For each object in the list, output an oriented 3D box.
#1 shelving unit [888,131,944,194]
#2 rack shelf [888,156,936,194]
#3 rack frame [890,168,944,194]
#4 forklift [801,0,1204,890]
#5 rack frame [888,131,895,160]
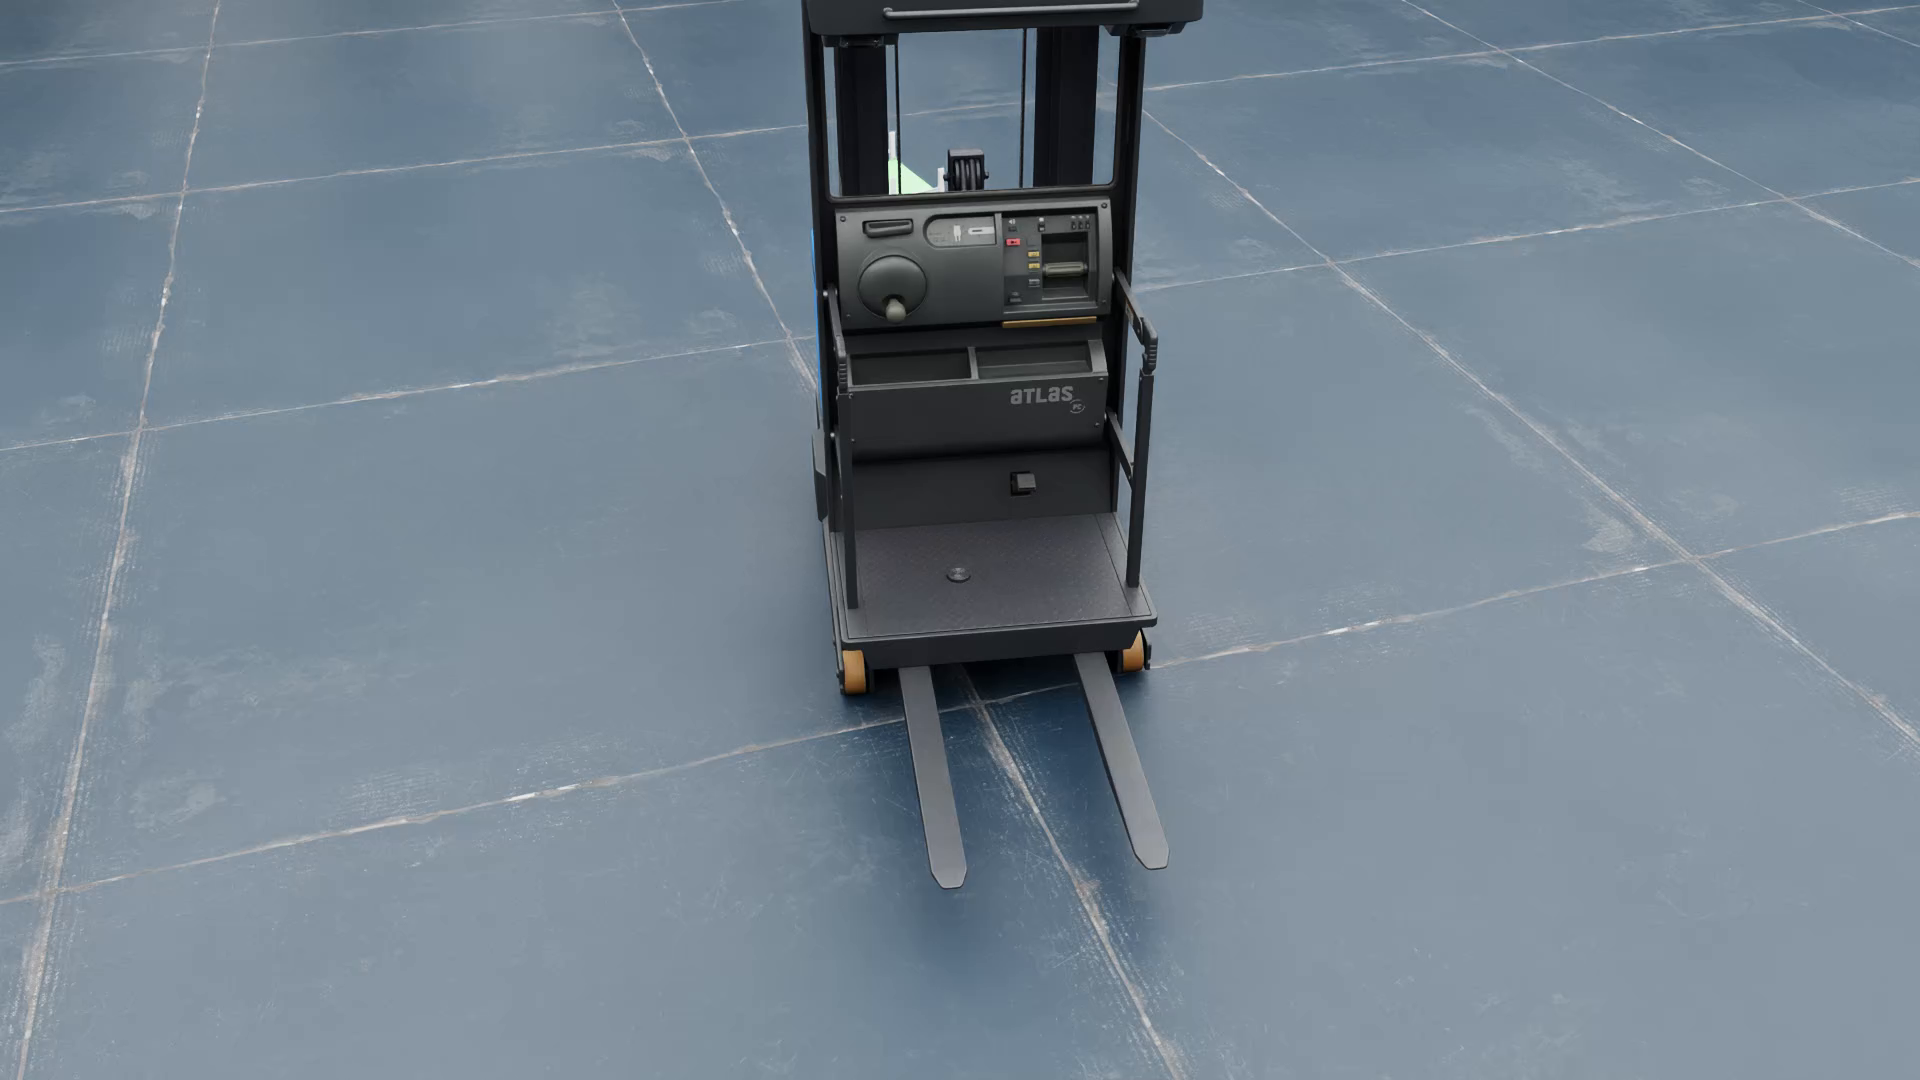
[{"bbox_3d":[-0.287,-1.136,7.380,0.258,1.200,0.503,-15,36,-22],"label":"shelving unit"},{"bbox_3d":[-0.287,-1.483,7.151,0.258,0.148,0.480,-15,36,-22],"label":"rack shelf"},{"bbox_3d":[-0.178,-1.015,7.198,0.240,1.200,0.015,-15,36,-22],"label":"rack frame"},{"bbox_3d":[0.082,-0.878,5.421,1.130,2.935,3.031,-4,34,-6],"label":"forklift"},{"bbox_3d":[-0.396,-1.256,7.562,0.240,1.200,0.015,-15,36,-22],"label":"rack frame"}]
